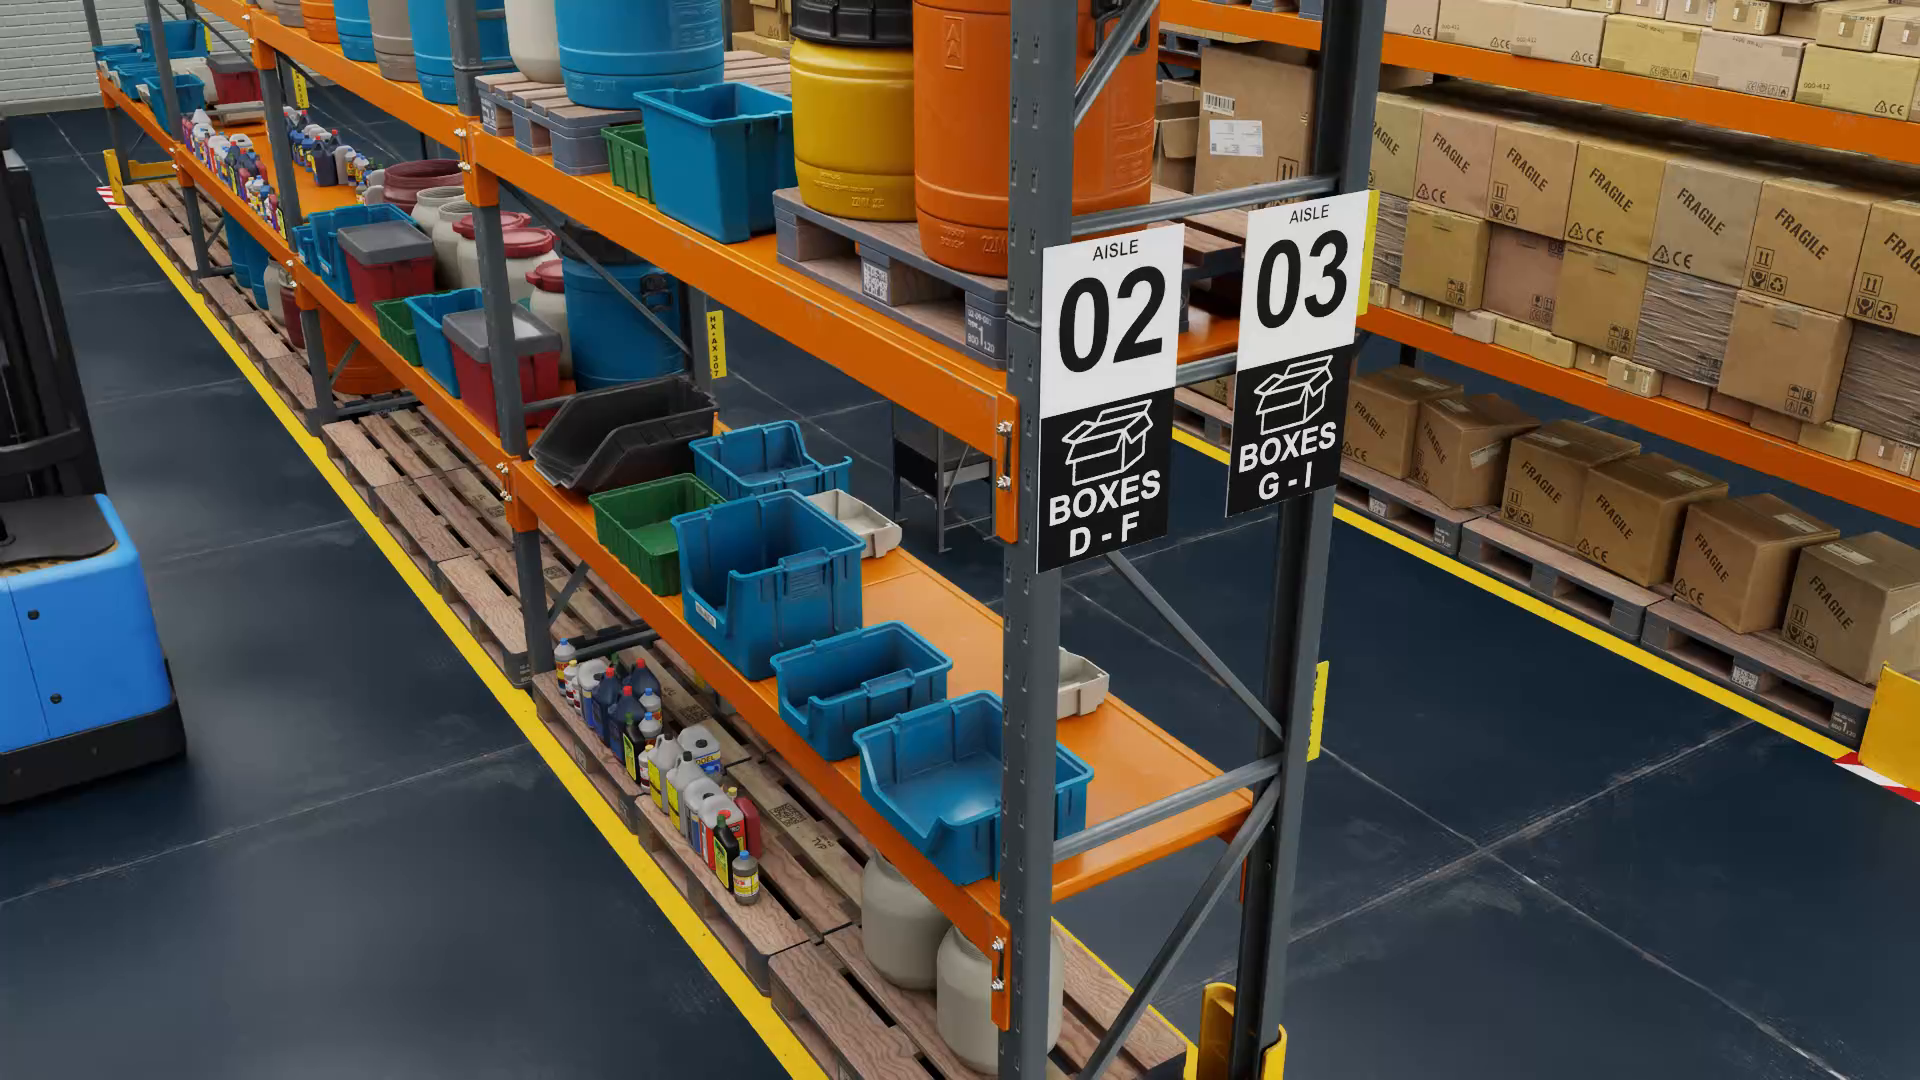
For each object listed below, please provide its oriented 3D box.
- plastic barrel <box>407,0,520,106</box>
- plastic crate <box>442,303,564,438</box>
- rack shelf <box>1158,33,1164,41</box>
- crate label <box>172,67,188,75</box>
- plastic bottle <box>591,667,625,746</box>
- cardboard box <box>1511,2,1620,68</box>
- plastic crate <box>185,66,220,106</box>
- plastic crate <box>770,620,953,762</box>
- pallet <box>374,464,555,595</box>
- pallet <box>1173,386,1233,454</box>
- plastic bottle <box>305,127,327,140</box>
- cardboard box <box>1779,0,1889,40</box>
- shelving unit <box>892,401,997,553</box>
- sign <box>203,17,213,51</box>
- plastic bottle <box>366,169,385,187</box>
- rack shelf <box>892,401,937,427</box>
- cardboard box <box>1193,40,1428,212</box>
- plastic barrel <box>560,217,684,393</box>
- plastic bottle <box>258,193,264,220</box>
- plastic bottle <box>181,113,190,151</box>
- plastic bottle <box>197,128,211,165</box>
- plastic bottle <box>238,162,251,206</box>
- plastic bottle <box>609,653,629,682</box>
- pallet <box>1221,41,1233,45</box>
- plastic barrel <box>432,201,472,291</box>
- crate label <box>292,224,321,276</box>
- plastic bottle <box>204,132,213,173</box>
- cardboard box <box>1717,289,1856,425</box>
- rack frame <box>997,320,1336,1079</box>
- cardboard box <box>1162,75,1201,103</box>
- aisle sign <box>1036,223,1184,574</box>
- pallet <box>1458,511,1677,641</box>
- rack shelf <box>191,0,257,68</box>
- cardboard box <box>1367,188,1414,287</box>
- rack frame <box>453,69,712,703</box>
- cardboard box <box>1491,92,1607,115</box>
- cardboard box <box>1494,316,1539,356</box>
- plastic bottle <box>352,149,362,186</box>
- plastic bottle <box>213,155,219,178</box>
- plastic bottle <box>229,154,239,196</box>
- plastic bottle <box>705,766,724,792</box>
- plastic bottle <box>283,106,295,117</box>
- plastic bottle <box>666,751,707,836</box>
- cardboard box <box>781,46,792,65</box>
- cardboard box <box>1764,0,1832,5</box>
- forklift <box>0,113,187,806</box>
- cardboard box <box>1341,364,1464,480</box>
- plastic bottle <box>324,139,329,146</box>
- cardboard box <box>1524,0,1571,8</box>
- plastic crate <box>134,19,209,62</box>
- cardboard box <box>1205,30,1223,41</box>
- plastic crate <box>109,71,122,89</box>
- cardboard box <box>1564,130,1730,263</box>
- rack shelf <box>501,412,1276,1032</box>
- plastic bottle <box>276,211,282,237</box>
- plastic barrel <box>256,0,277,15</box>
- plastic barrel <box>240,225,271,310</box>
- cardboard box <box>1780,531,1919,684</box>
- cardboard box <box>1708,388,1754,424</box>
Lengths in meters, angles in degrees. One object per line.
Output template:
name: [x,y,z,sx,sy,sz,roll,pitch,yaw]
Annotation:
plastic barrel: [-2.086,-2.386,7.191,0.600,0.901,0.708,-16,29,-30]
plastic crate: [-2.147,-0.803,7.862,0.402,0.464,0.583,-16,29,-30]
rack shelf: [1.275,-6.197,20.207,1.077,0.370,4.000,-16,29,-30]
crate label: [-7.262,-4.422,15.841,0.396,0.136,0.243,-16,29,-30]
plastic bottle: [-1.534,0.712,7.315,0.144,0.351,0.185,-15,29,-28]
cardboard box: [3.110,-2.526,8.249,0.500,0.250,0.500,-17,30,-32]
plastic crate: [-6.673,-4.096,14.981,0.437,0.282,0.530,-16,29,-30]
plastic crate: [-0.317,0.483,5.387,0.499,0.251,0.408,-16,29,-30]
pallet: [-2.758,-0.120,9.756,1.003,0.211,1.213,-16,29,-30]
pallet: [2.097,-0.843,11.289,1.003,0.211,1.213,-16,29,-30]
plastic bottle: [-4.960,-3.052,12.848,0.152,0.276,0.135,-16,29,-30]
cardboard box: [3.821,-2.286,7.273,0.380,0.149,0.250,-15,29,-29]
shelving unit: [-0.090,-1.009,9.427,0.431,2.100,0.503,-16,29,-30]
sign: [-7.726,-5.172,17.001,0.100,0.325,0.005,-16,29,-30]
plastic bottle: [-4.028,-2.442,11.555,0.152,0.276,0.135,-16,29,-30]
rack shelf: [-0.090,-0.996,9.433,0.431,0.518,0.480,-16,29,-30]
cardboard box: [2.207,-2.604,10.558,1.000,1.000,1.000,-15,29,-29]
plastic barrel: [-1.584,-1.107,7.995,0.600,0.901,0.708,-16,29,-30]
plastic bottle: [-4.722,-2.291,11.321,0.097,0.201,0.097,0,25,0]
plastic bottle: [-6.151,-3.250,13.258,0.061,0.283,0.133,-16,29,-30]
plastic bottle: [-5.820,-3.042,12.831,0.097,0.271,0.097,0,25,0]
plastic bottle: [-5.013,-2.504,11.677,0.061,0.283,0.133,-16,29,-30]
plastic bottle: [-1.532,0.658,7.509,0.061,0.283,0.133,-16,29,-30]
pallet: [3.435,-4.988,17.028,1.003,0.211,1.213,-16,29,-30]
plastic barrel: [-2.840,-1.684,9.673,0.421,0.512,0.421,0,25,0]
crate label: [-3.894,-1.789,10.222,0.303,0.233,0.416,-16,29,-30]
plastic bottle: [-5.666,-2.932,12.585,0.061,0.283,0.133,-16,29,-30]
cardboard box: [4.056,-0.929,7.739,0.875,0.500,0.500,-16,29,-30]
rack frame: [0.557,0.759,4.629,1.000,3.000,0.127,-16,29,-30]
cardboard box: [2.549,-4.880,18.132,0.500,0.250,0.500,-17,30,-32]
aisle sign: [0.347,-0.322,3.873,0.394,0.787,0.004,-16,29,-30]
pallet: [3.589,0.104,9.283,1.003,0.211,1.213,-16,29,-30]
rack shelf: [-4.902,-3.849,11.719,1.077,0.370,4.000,-16,29,-30]
cardboard box: [2.717,-1.831,9.649,0.875,0.500,0.500,-16,29,-30]
rack frame: [-1.627,-0.672,7.660,1.000,3.000,0.127,-16,29,-30]
cardboard box: [3.273,-2.183,9.223,0.500,0.500,0.500,-16,29,-30]
cardboard box: [3.091,-1.124,8.912,0.380,0.149,0.250,-16,29,-30]
plastic bottle: [-4.368,-2.704,12.101,0.061,0.283,0.133,-16,29,-30]
plastic bottle: [-5.515,-2.810,12.422,0.097,0.201,0.097,0,25,0]
plastic bottle: [-5.186,-2.618,11.918,0.061,0.283,0.133,-16,29,-30]
plastic bottle: [-1.020,1.022,6.834,0.097,0.201,0.097,0,25,0]
plastic bottle: [-5.508,-3.412,13.609,0.152,0.276,0.135,-16,29,-30]
plastic bottle: [-1.097,0.998,6.709,0.144,0.351,0.185,-14,29,-27]
cardboard box: [-1.254,-4.151,14.913,0.500,0.500,0.500,-16,30,-31]
cardboard box: [3.649,-2.653,7.292,0.500,0.500,0.500,-16,29,-30]
forklift: [-4.778,-0.710,7.821,1.130,2.935,3.031,-16,30,-31]
cardboard box: [2.708,-0.733,10.226,0.500,0.500,0.500,-17,30,-31]
plastic bottle: [-4.725,-2.870,12.468,0.097,0.271,0.097,0,25,0]
cardboard box: [3.017,-2.732,8.219,0.380,0.149,0.250,-16,30,-31]
plastic crate: [-7.838,-4.931,16.570,0.616,0.435,0.499,-16,29,-30]
cardboard box: [2.761,-5.267,17.195,0.380,0.149,0.250,-17,30,-32]
plastic crate: [-7.843,-4.330,15.648,0.250,0.136,0.298,-16,29,-30]
cardboard box: [3.385,-1.704,8.210,0.500,0.500,0.500,-16,29,-30]
rack shelf: [-0.535,0.369,6.298,1.077,0.370,4.000,-16,29,-30]
plastic bottle: [-4.436,-2.104,10.925,0.097,0.201,0.097,0,25,0]
plastic barrel: [-3.898,-3.327,9.640,0.421,0.512,0.421,0,25,0]
plastic barrel: [-5.325,-2.323,13.122,0.600,0.901,0.708,-16,29,-30]
cardboard box: [4.380,0.318,8.000,0.500,0.500,0.500,-10,27,-20]
cardboard box: [3.837,-0.695,8.002,0.380,0.149,0.250,-16,29,-30]
